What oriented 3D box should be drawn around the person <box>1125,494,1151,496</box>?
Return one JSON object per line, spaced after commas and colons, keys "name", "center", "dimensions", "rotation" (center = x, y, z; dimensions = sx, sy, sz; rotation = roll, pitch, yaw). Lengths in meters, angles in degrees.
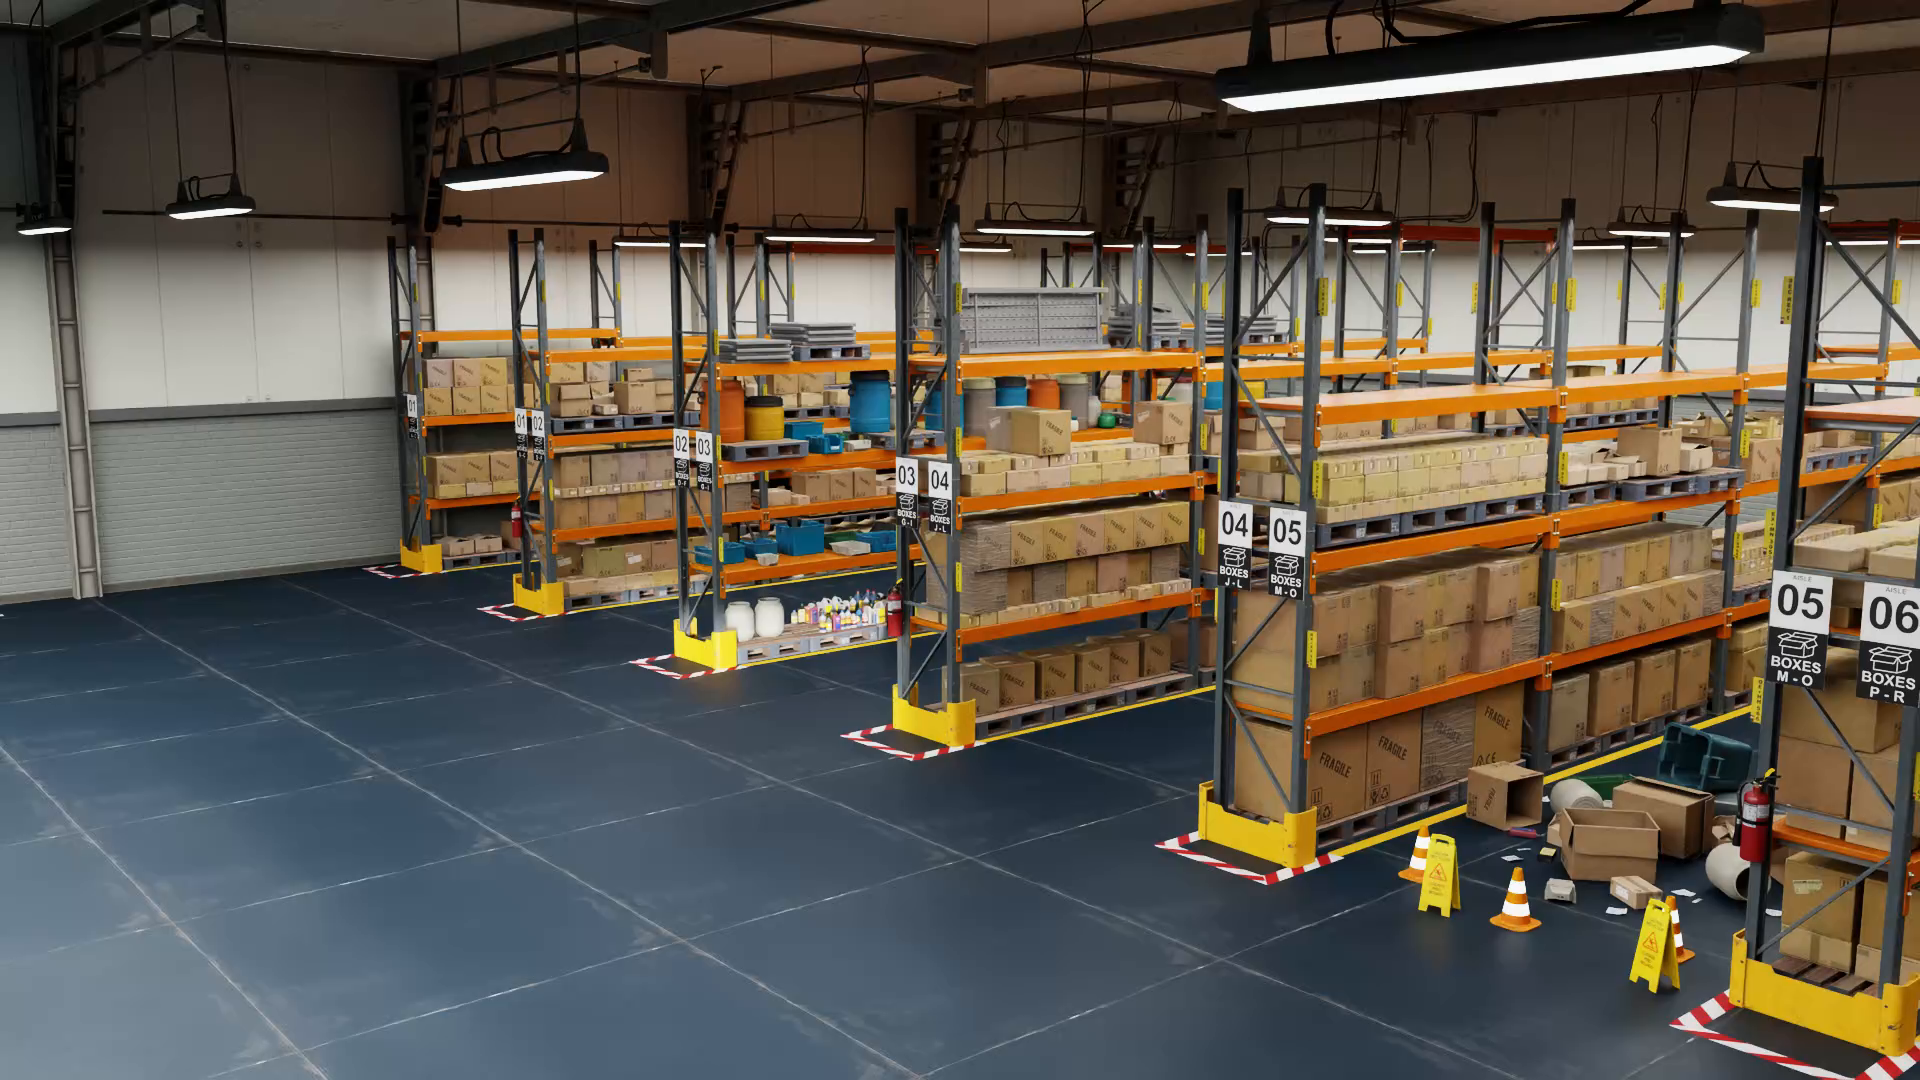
{"name": "person", "center": [3.199, -0.375, 30.417], "dimensions": [1.038, 1.705, 0.591], "rotation": [-7, 11, -38]}
